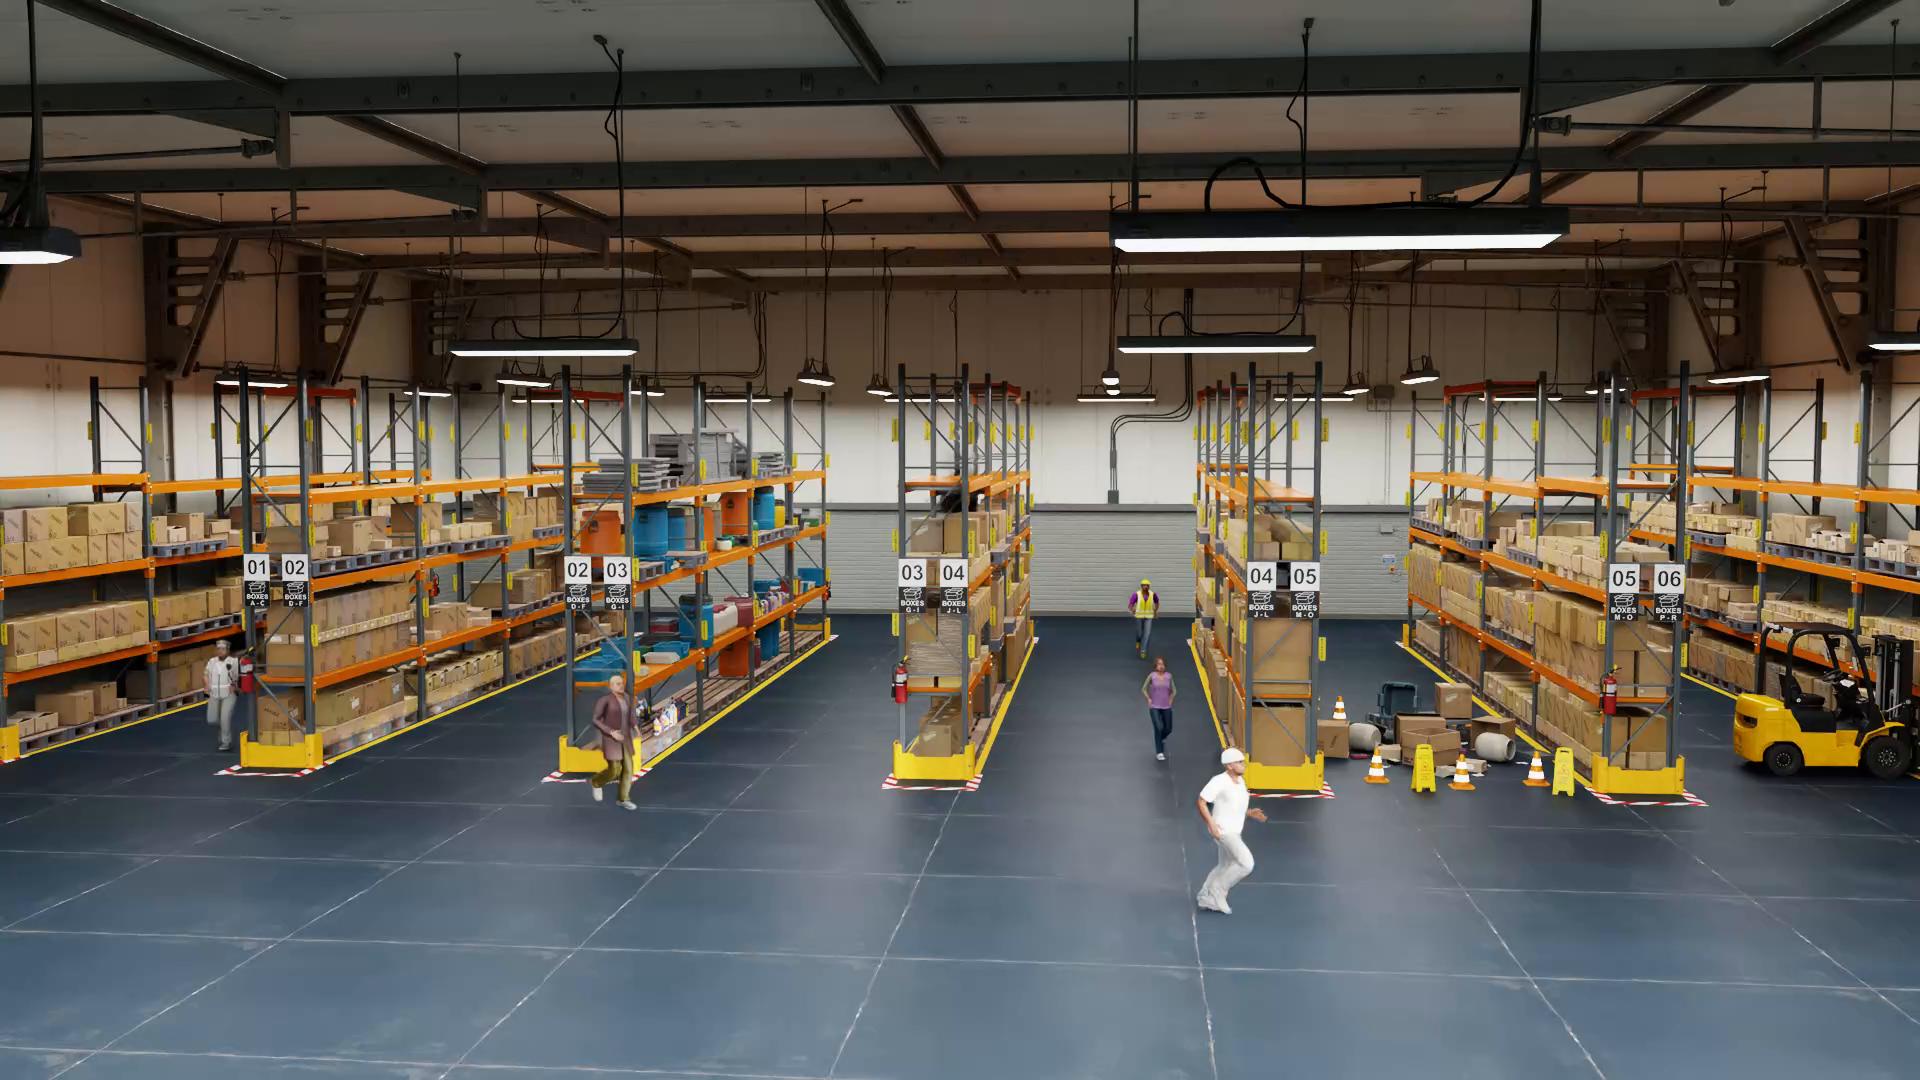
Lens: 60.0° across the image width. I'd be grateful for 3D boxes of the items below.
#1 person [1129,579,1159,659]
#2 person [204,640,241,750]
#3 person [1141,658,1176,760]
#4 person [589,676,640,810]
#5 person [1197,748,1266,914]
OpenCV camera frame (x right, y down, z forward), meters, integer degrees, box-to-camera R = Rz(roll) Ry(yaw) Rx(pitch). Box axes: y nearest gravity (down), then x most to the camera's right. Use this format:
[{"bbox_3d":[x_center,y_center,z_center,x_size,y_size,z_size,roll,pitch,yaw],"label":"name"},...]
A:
[{"bbox_3d":[4.130,1.751,37.228,0.701,1.755,0.869,0,4,0],"label":"person"},{"bbox_3d":[-11.672,2.440,26.373,0.661,1.731,0.626,0,4,-5],"label":"person"},{"bbox_3d":[3.068,2.581,25.620,0.538,1.549,0.601,0,4,-3],"label":"person"},{"bbox_3d":[-4.627,2.697,22.311,0.812,1.771,0.734,3,5,39],"label":"person"},{"bbox_3d":[2.813,3.017,17.306,0.715,1.713,0.619,2,4,29],"label":"person"}]
